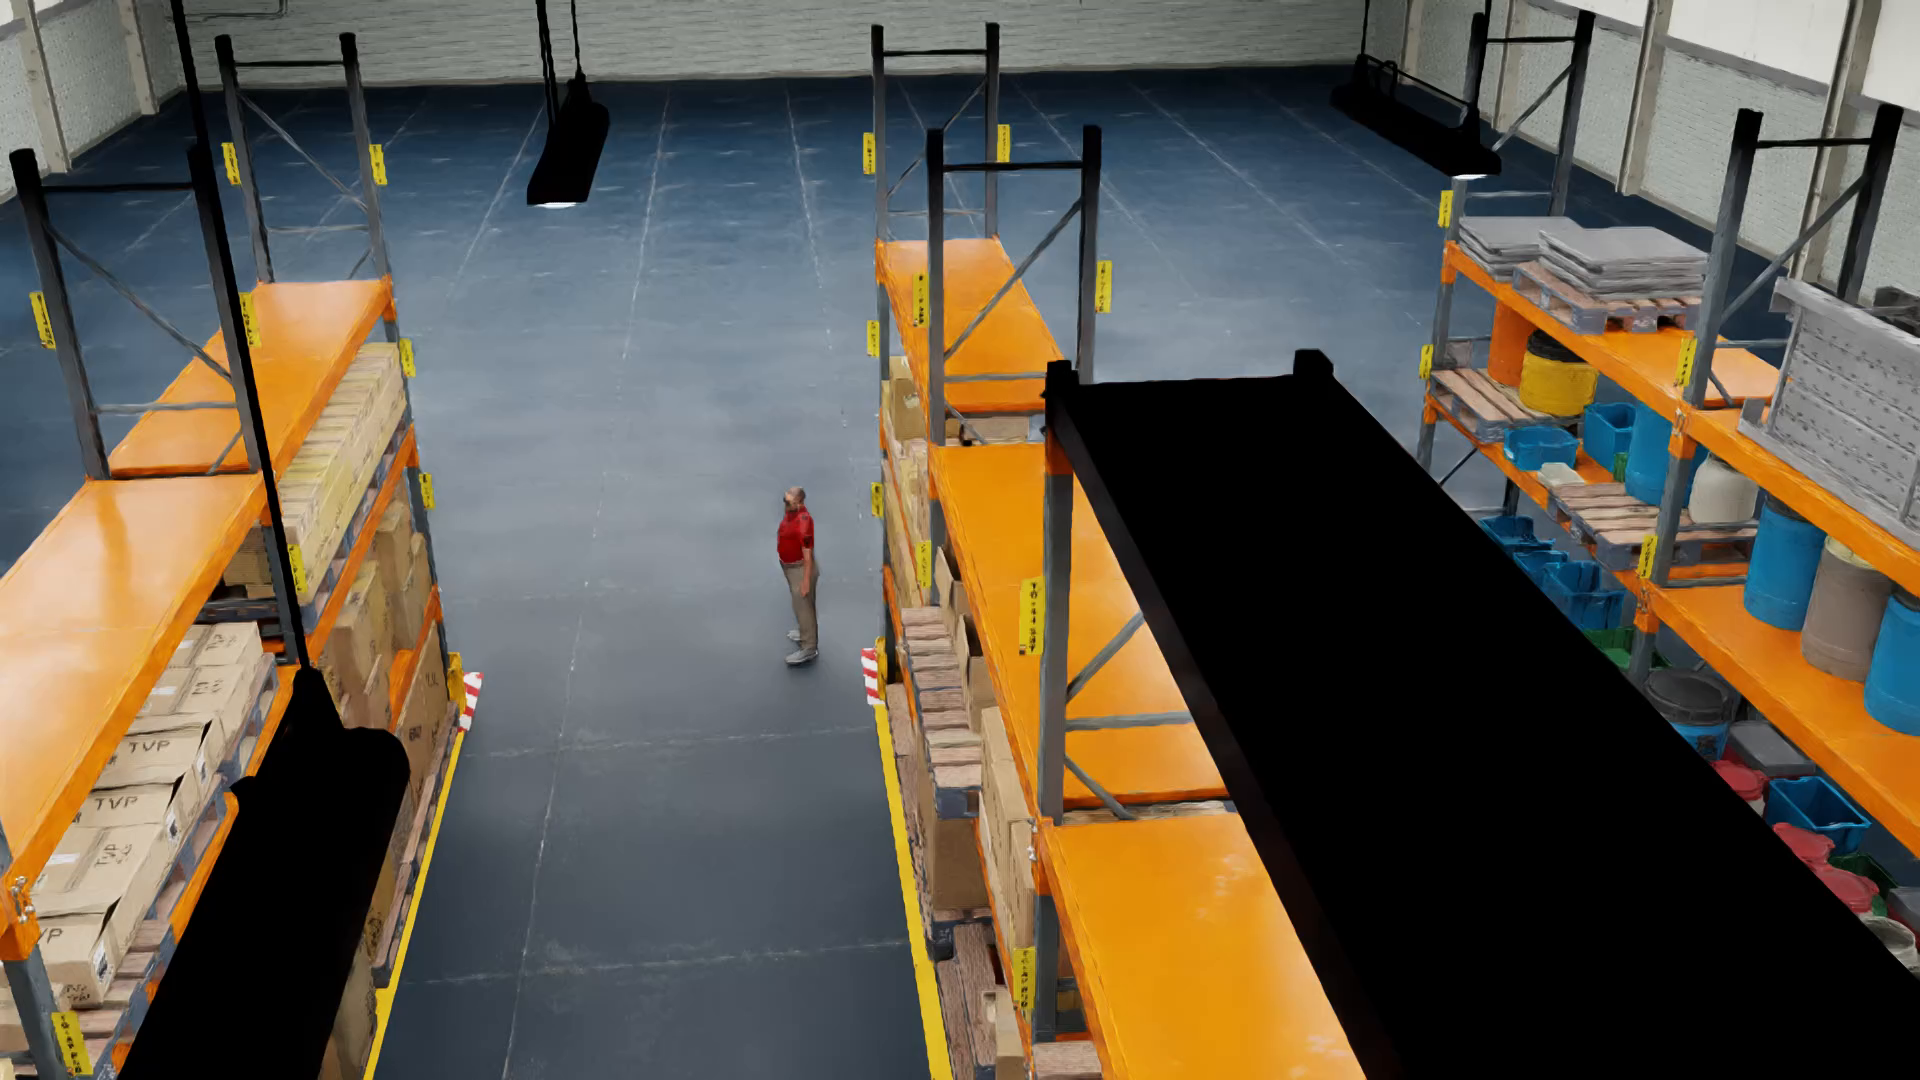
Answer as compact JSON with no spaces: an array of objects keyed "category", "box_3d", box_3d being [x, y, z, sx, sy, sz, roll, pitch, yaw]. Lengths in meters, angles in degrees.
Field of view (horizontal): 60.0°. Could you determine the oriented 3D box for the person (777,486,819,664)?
[{"category":"person","box_3d":[-1.549,0.292,15.853,0.409,1.729,0.651,-8,27,-17]}]
